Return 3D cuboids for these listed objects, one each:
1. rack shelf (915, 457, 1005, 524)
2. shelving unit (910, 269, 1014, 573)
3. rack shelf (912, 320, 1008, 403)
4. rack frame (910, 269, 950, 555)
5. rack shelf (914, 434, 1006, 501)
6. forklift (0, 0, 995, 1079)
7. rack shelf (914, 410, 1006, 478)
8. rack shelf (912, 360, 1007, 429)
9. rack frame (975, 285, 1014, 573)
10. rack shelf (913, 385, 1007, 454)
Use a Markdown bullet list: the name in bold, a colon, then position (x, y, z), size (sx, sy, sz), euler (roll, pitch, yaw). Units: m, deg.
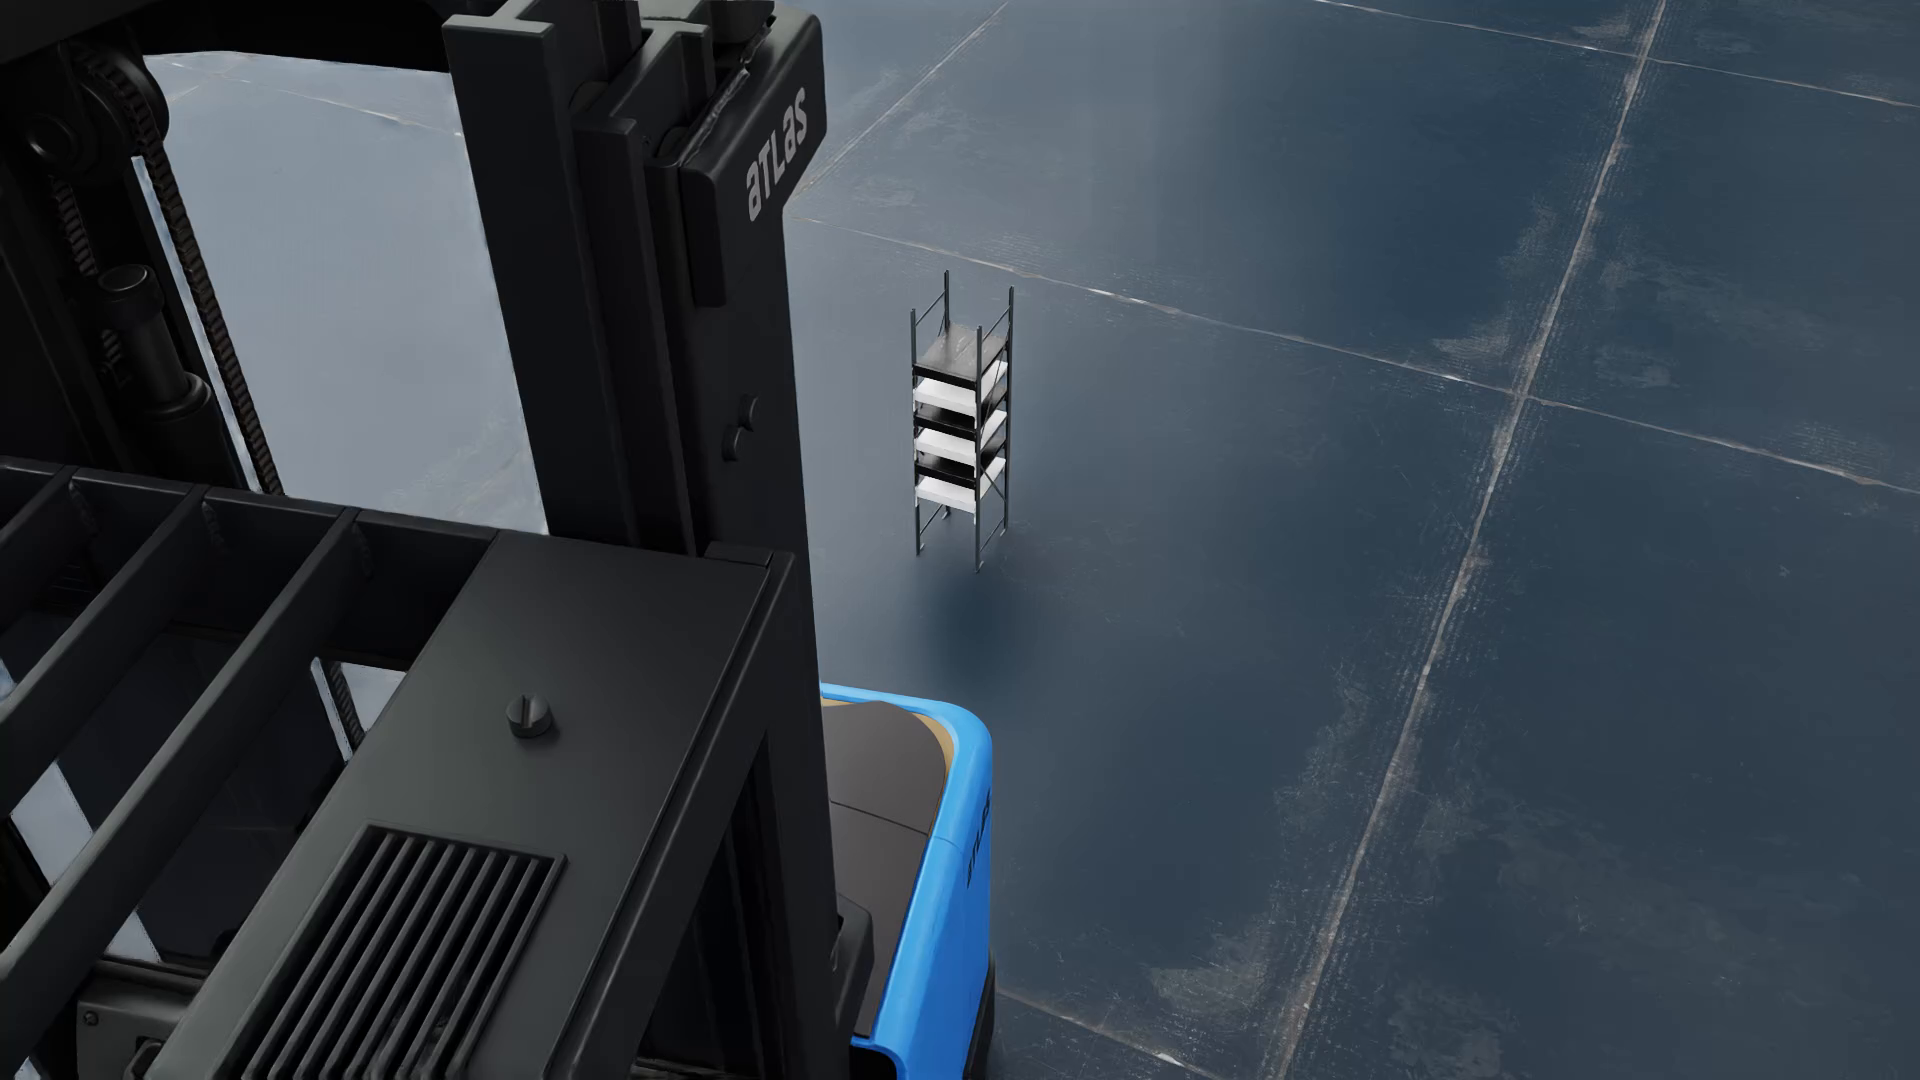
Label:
- **rack shelf**: position (0.007, -0.177, 5.092), size (0.200, 0.077, 0.258), euler (17, 44, 19)
- **shelving unit**: position (0.007, -0.338, 4.953), size (0.210, 0.900, 0.258), euler (17, 44, 19)
- **rack shelf**: position (0.007, -0.517, 4.798), size (0.200, 0.077, 0.258), euler (17, 44, 19)
- **rack frame**: position (-0.085, -0.366, 4.985), size (0.006, 0.900, 0.240), euler (17, 44, 19)
- **rack shelf**: position (0.007, -0.245, 5.033), size (0.200, 0.077, 0.258), euler (17, 44, 19)
- **forklift**: position (-0.735, 0.908, 1.965), size (1.130, 2.935, 3.031), euler (8, 42, 9)
- **rack shelf**: position (0.007, -0.313, 4.974), size (0.200, 0.077, 0.258), euler (17, 44, 19)
- **rack shelf**: position (0.007, -0.449, 4.857), size (0.200, 0.077, 0.258), euler (17, 44, 19)
- **rack frame**: position (0.099, -0.310, 4.920), size (0.006, 0.900, 0.240), euler (17, 44, 19)
- **rack shelf**: position (0.007, -0.381, 4.916), size (0.200, 0.077, 0.258), euler (17, 44, 19)
